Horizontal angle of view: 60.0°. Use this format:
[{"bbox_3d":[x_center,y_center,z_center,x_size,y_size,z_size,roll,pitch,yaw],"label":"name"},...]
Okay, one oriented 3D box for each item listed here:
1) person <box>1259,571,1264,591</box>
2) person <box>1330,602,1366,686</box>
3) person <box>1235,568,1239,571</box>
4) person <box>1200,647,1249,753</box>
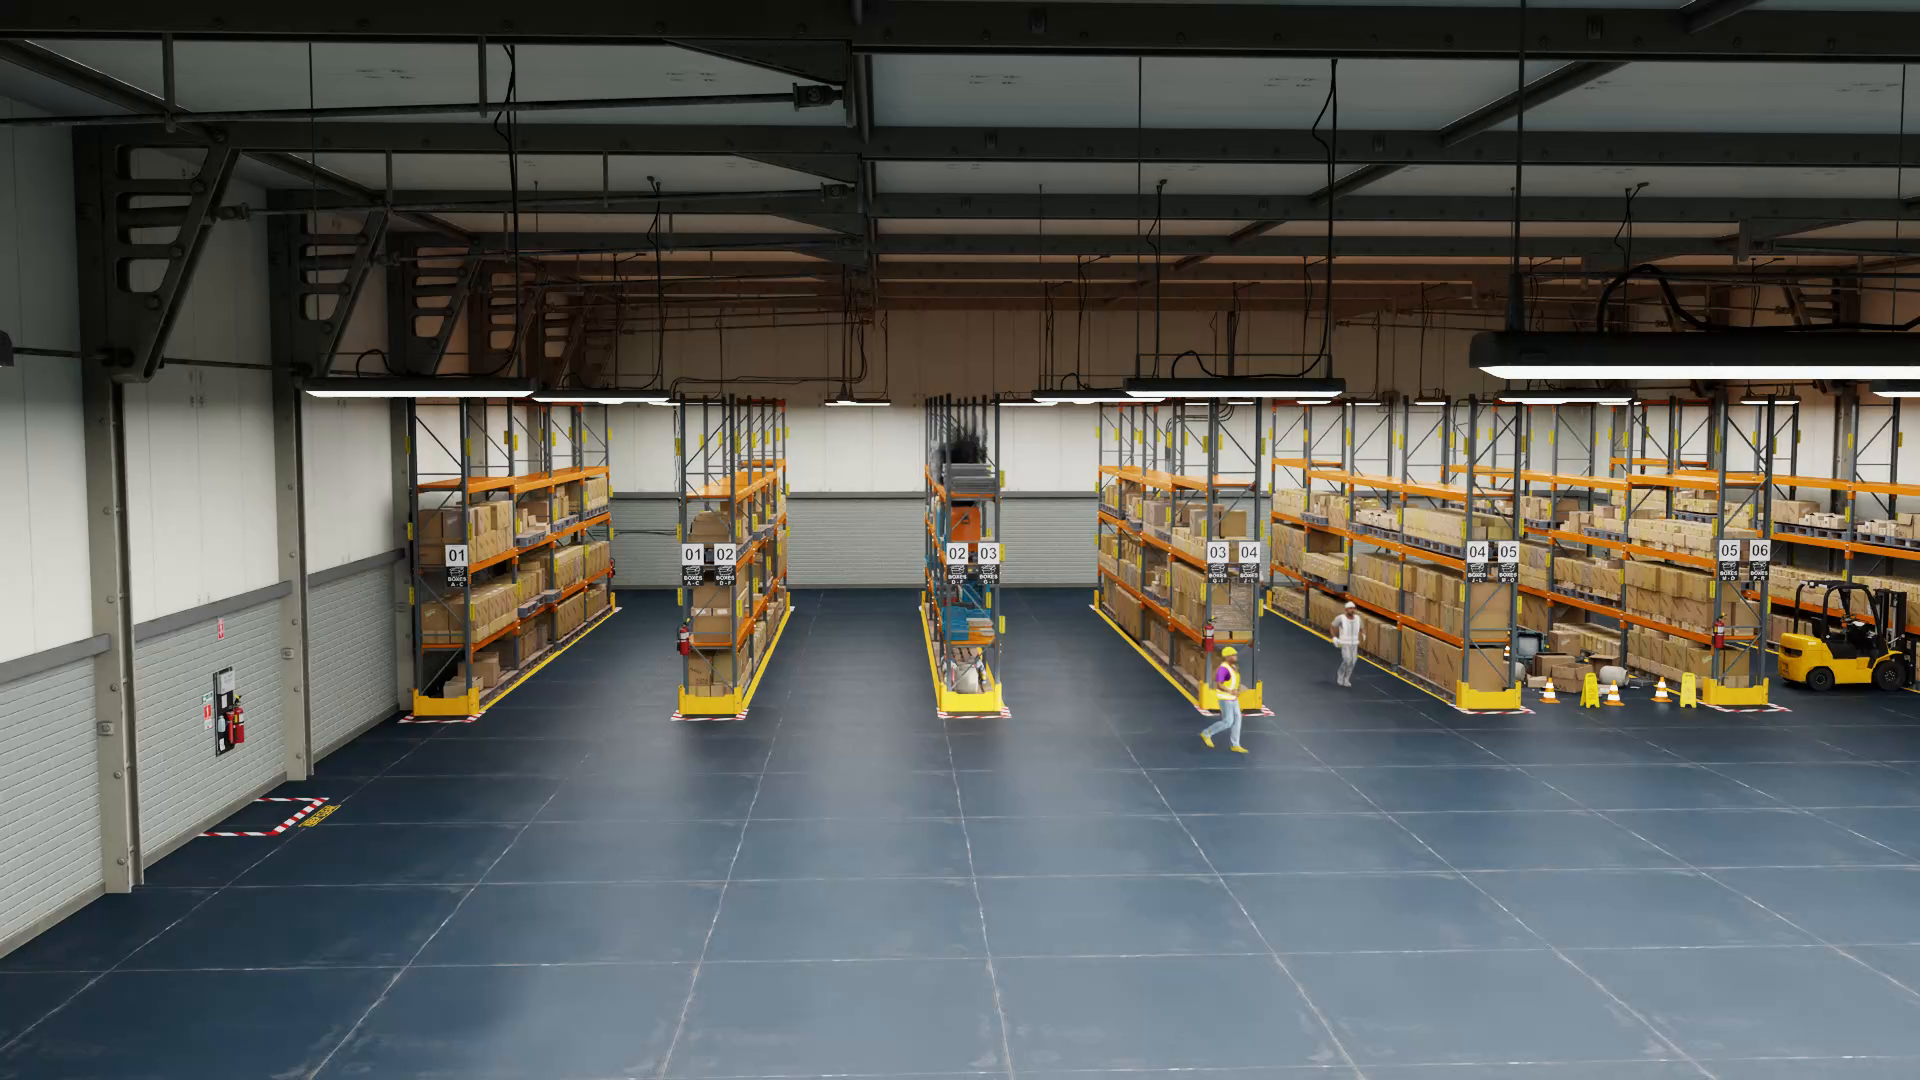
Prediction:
[{"bbox_3d":[7.782,1.359,44.292,0.676,1.720,0.571,0,5,-4],"label":"person"},{"bbox_3d":[8.022,2.143,34.150,0.686,1.744,0.599,-1,5,-15],"label":"person"},{"bbox_3d":[7.780,1.297,45.734,0.588,1.687,0.894,0,5,3],"label":"person"},{"bbox_3d":[4.437,2.658,27.768,0.799,1.766,0.726,2,5,26],"label":"person"}]
